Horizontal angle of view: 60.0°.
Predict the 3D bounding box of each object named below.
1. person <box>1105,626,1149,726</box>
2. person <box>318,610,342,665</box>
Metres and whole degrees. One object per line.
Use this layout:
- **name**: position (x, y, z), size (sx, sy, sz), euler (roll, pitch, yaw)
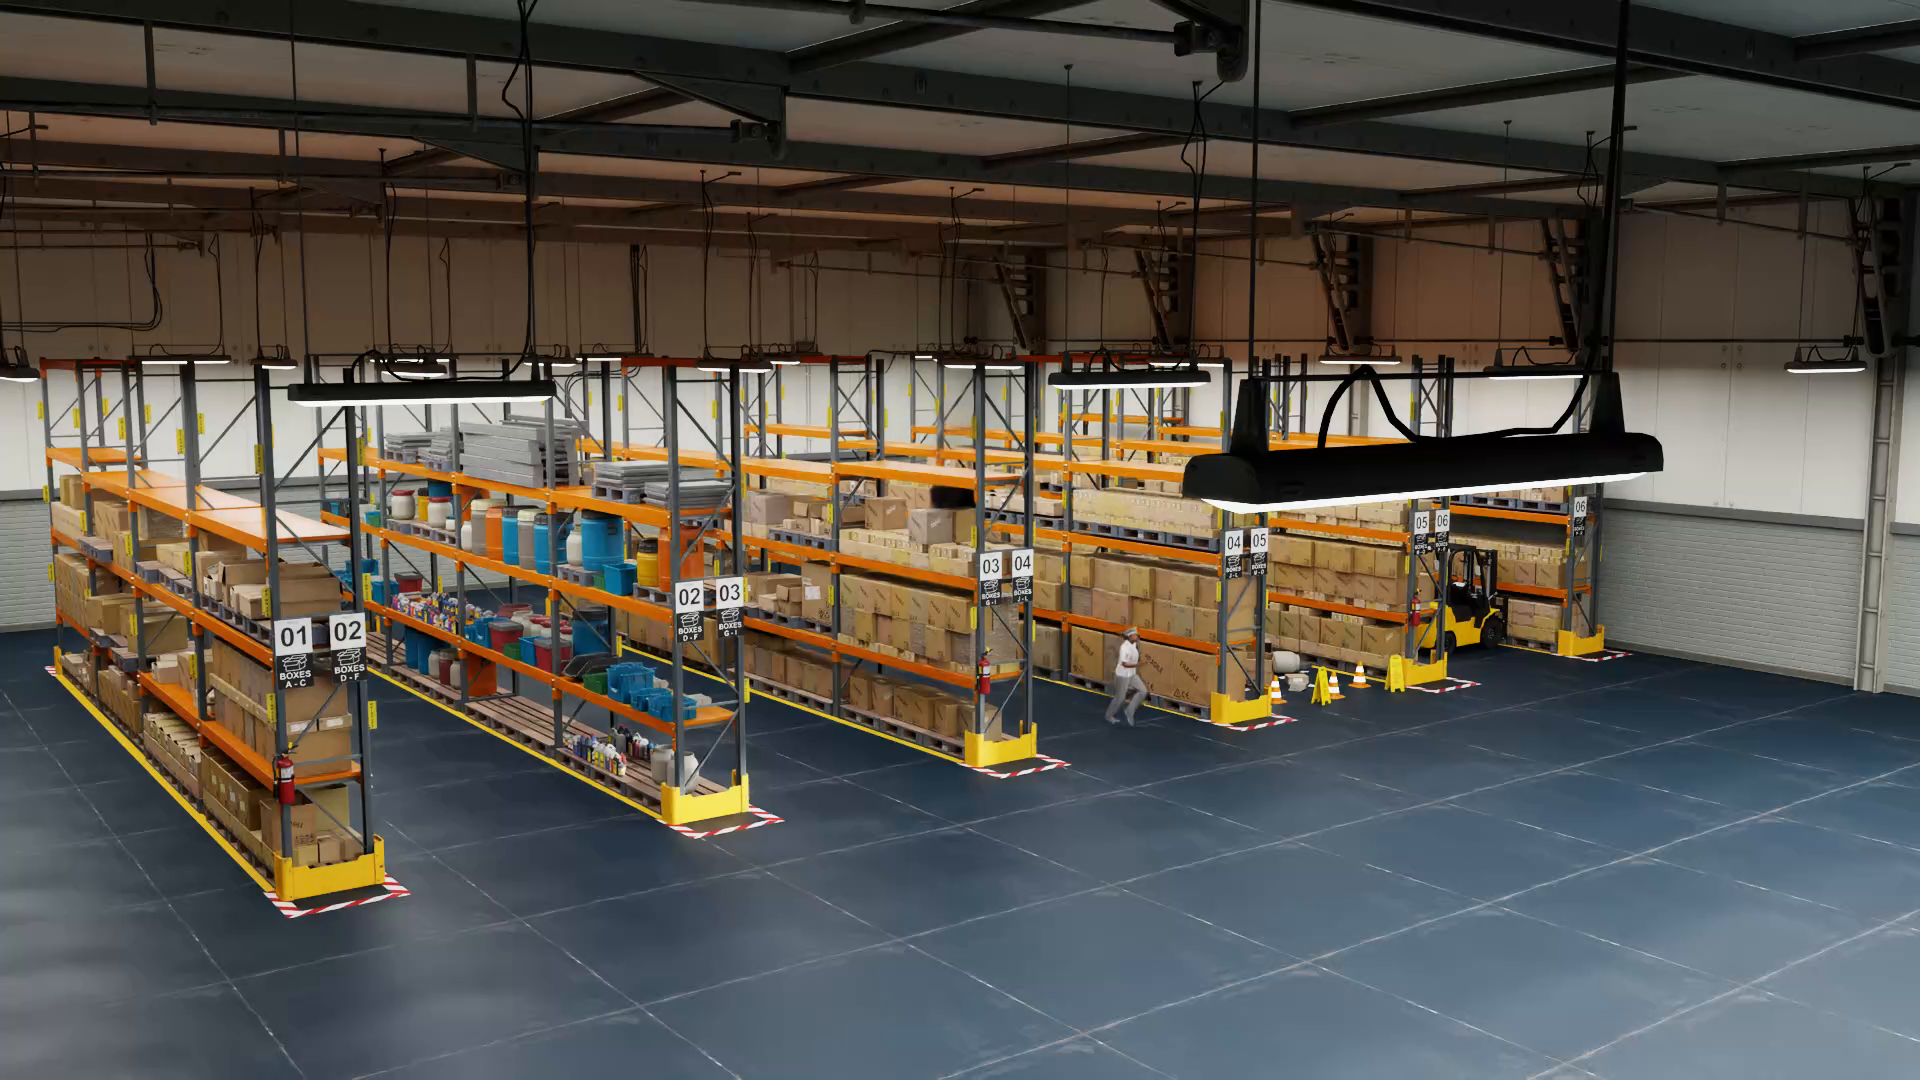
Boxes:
- **person**: position (2.745, 2.222, 27.278), size (0.790, 1.665, 0.605), euler (4, 8, 29)
- **person**: position (-11.522, 1.820, 30.248), size (0.666, 1.763, 0.677), euler (-4, 8, -30)
